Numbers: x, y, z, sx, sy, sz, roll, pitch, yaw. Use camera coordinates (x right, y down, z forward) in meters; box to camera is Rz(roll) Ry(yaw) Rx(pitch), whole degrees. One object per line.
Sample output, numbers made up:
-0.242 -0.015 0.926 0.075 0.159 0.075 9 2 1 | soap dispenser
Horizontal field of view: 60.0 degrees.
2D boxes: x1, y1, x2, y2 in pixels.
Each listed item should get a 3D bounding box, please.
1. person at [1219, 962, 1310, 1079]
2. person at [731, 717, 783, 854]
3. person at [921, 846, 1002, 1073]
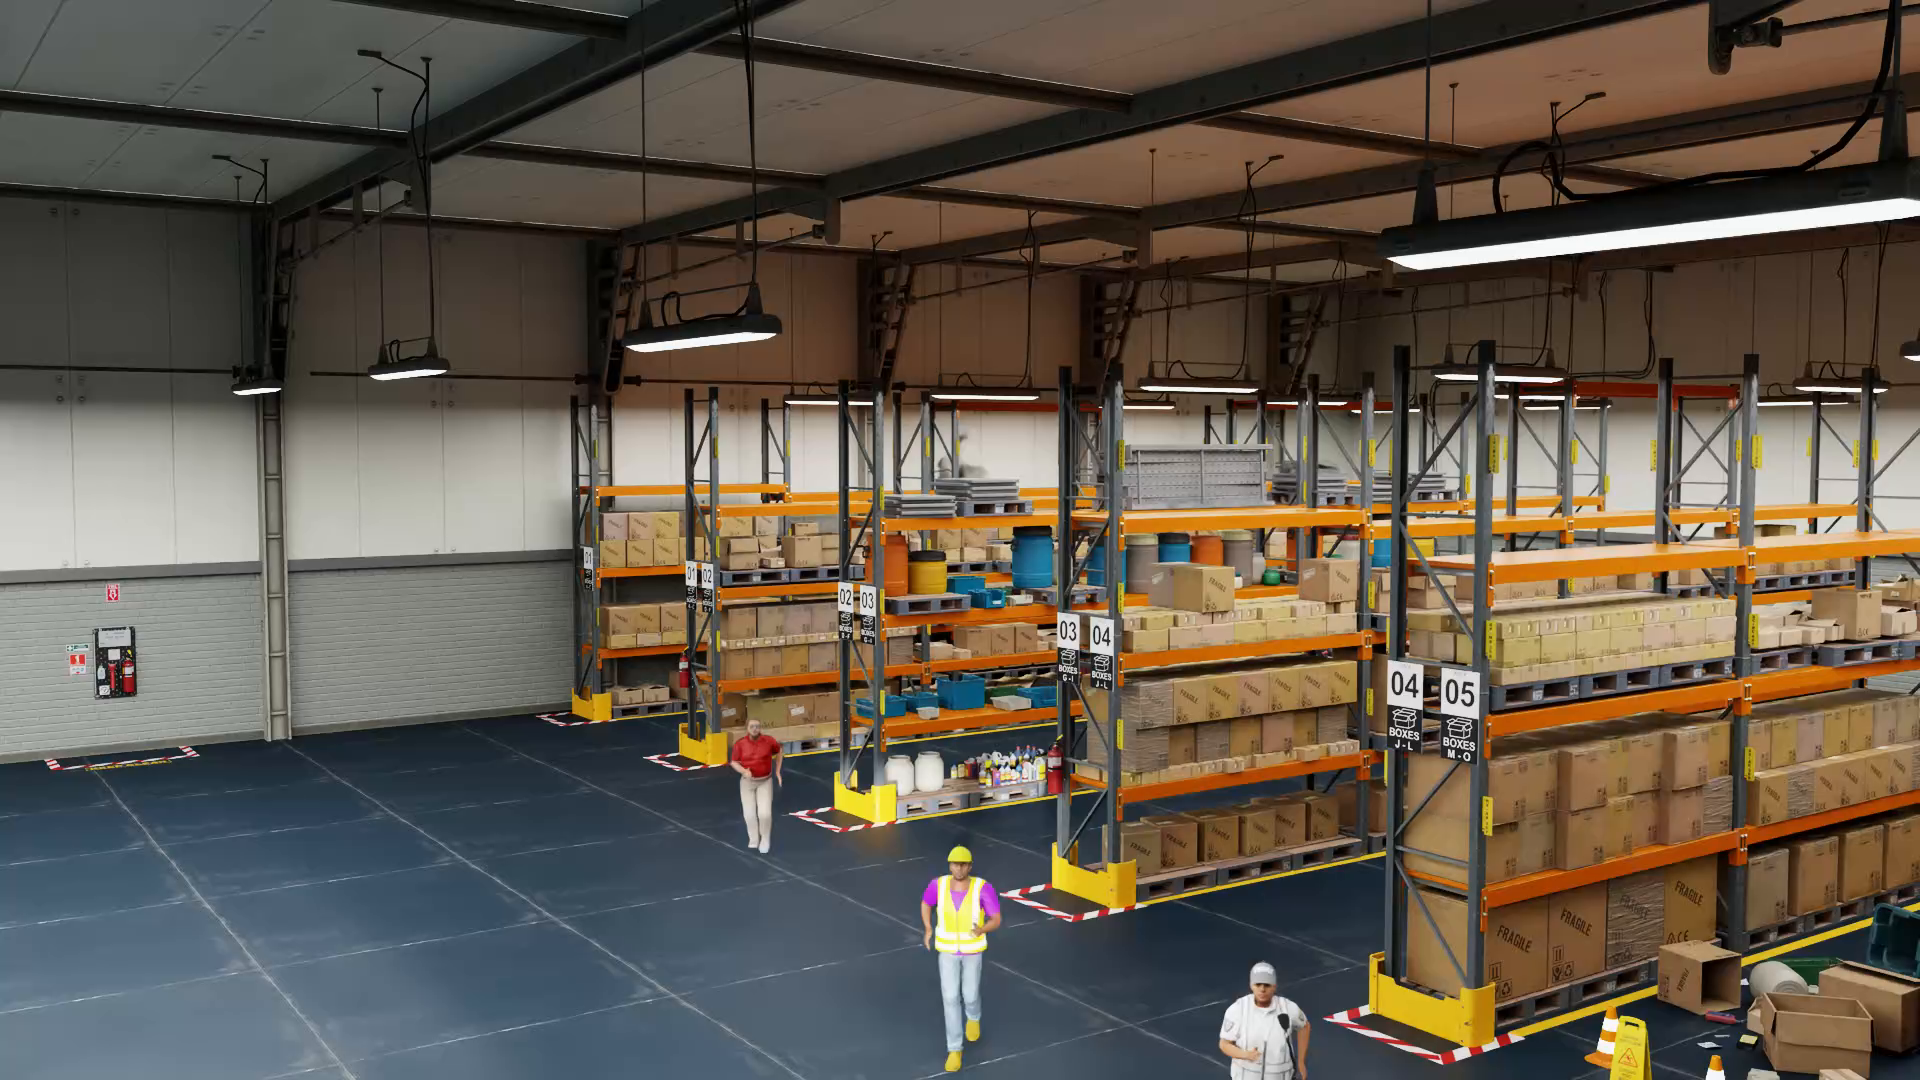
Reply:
2.027 3.663 11.092 0.581 1.723 0.762 1 4 14 | person
-2.537 3.067 20.730 0.636 1.722 0.781 0 3 -4 | person
0.004 3.436 13.925 0.695 1.777 0.849 0 3 5 | person
